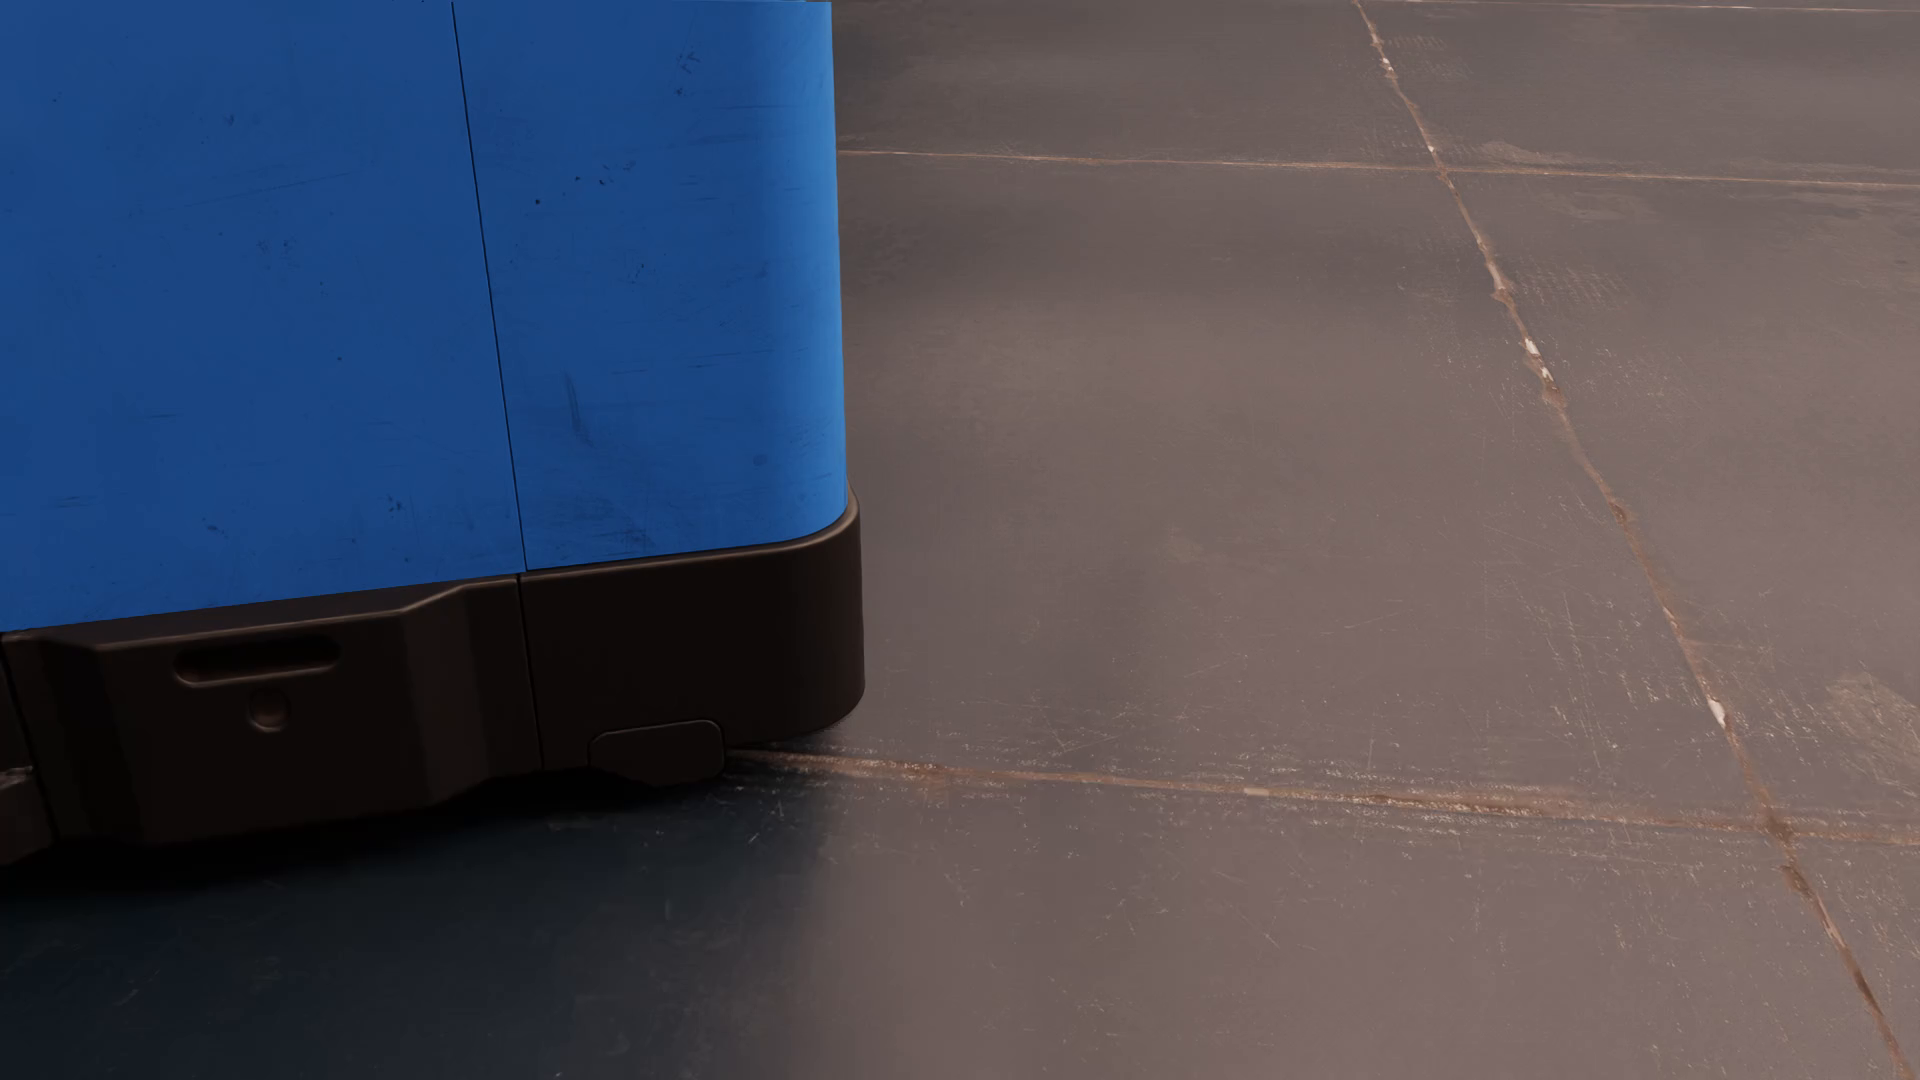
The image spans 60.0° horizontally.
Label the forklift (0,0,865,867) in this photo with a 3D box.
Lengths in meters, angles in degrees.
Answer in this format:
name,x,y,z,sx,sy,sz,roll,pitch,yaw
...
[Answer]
name,x,y,z,sx,sy,sz,roll,pitch,yaw
forklift,-1.689,-1.090,1.402,3.031,2.935,1.130,-7,27,-13
